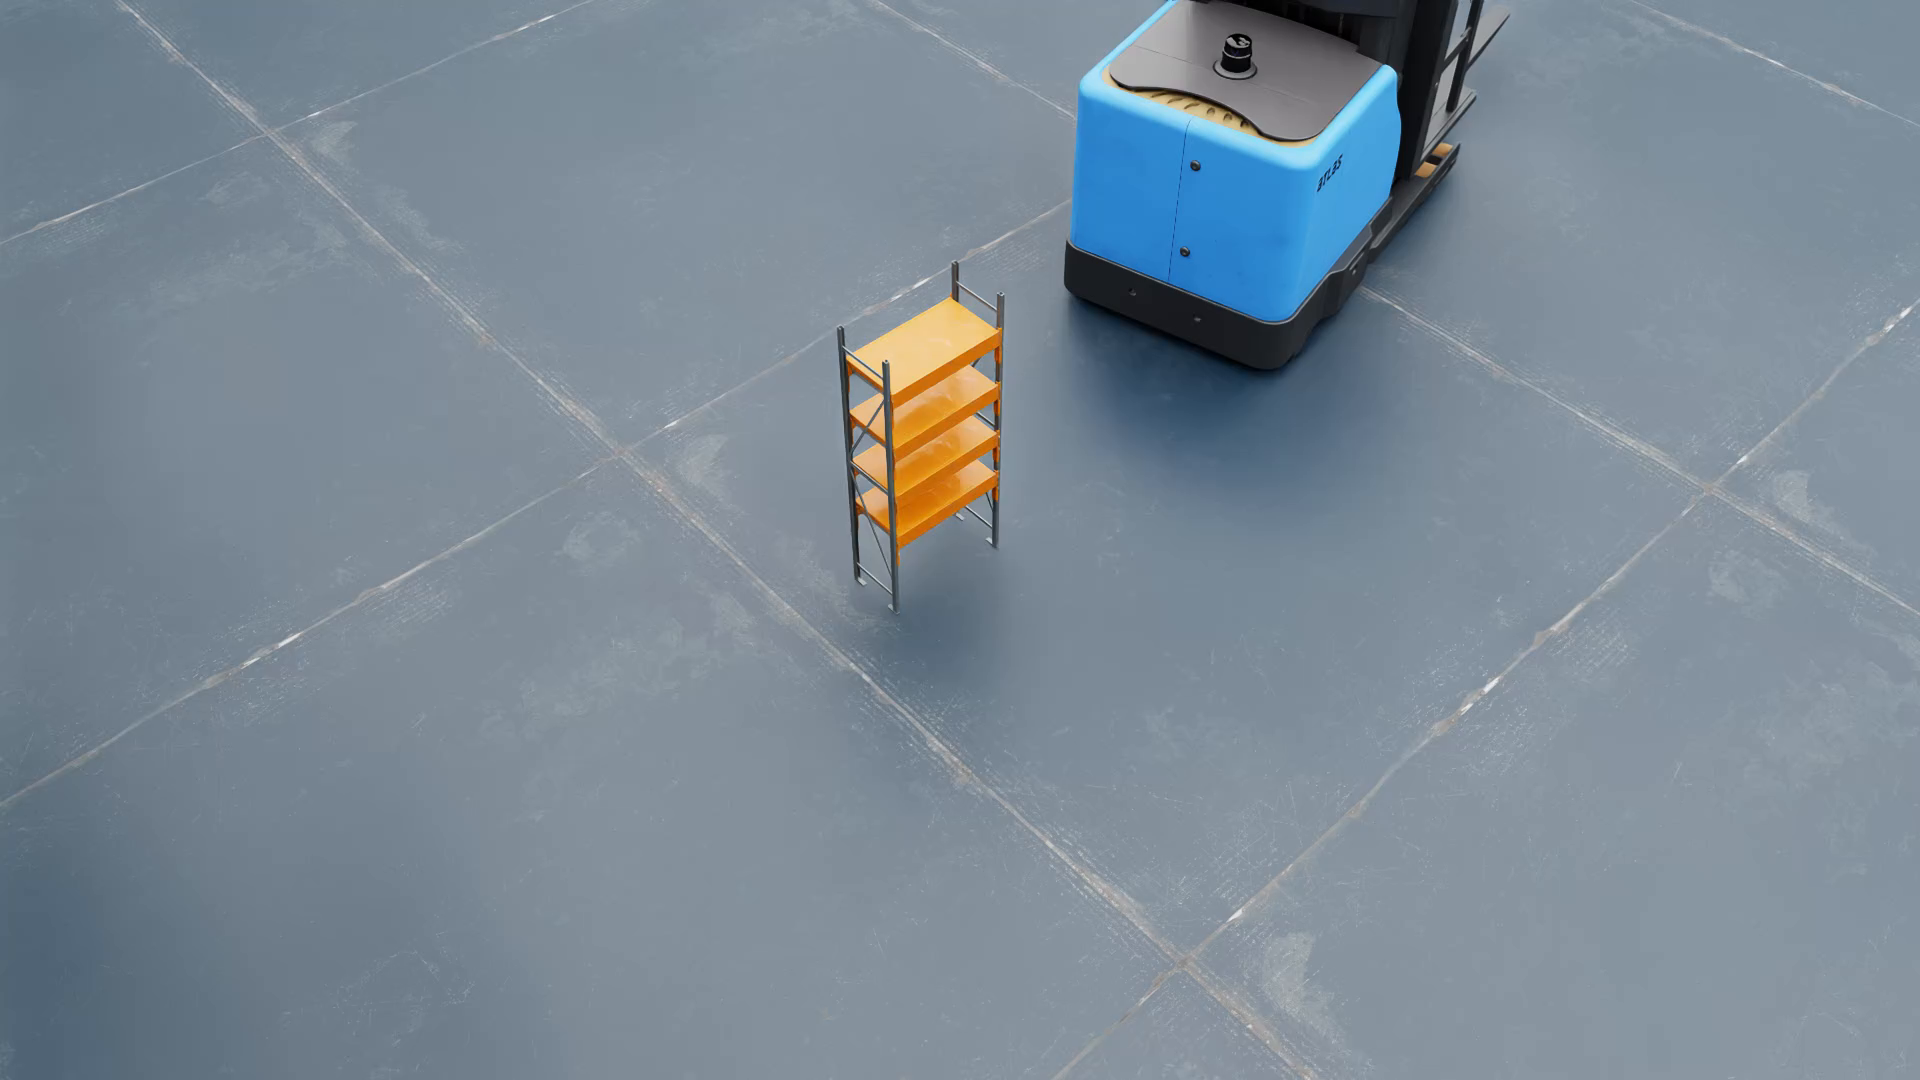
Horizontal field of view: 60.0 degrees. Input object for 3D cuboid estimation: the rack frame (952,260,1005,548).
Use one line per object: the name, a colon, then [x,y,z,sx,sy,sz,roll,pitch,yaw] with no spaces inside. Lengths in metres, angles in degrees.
rack frame: [0.058,-0.446,5.845,0.015,1.200,0.240,-34,56,-27]

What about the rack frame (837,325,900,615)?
rack frame: [-0.303,-0.204,5.622,0.015,1.200,0.240,-34,56,-27]

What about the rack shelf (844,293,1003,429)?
rack shelf: [-0.122,-0.592,5.445,0.480,0.148,0.258,-34,56,-27]

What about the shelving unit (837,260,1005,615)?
shelving unit: [-0.122,-0.325,5.734,0.503,1.200,0.258,-34,56,-27]

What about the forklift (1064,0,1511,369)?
forklift: [1.680,-2.751,6.794,1.130,2.935,3.031,26,52,22]

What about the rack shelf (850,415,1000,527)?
rack shelf: [-0.122,-0.279,5.783,0.480,0.148,0.258,-34,56,-27]

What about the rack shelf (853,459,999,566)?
rack shelf: [-0.122,-0.145,5.929,0.480,0.148,0.258,-34,56,-27]

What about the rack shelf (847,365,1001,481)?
rack shelf: [-0.122,-0.431,5.619,0.480,0.148,0.258,-34,56,-27]
